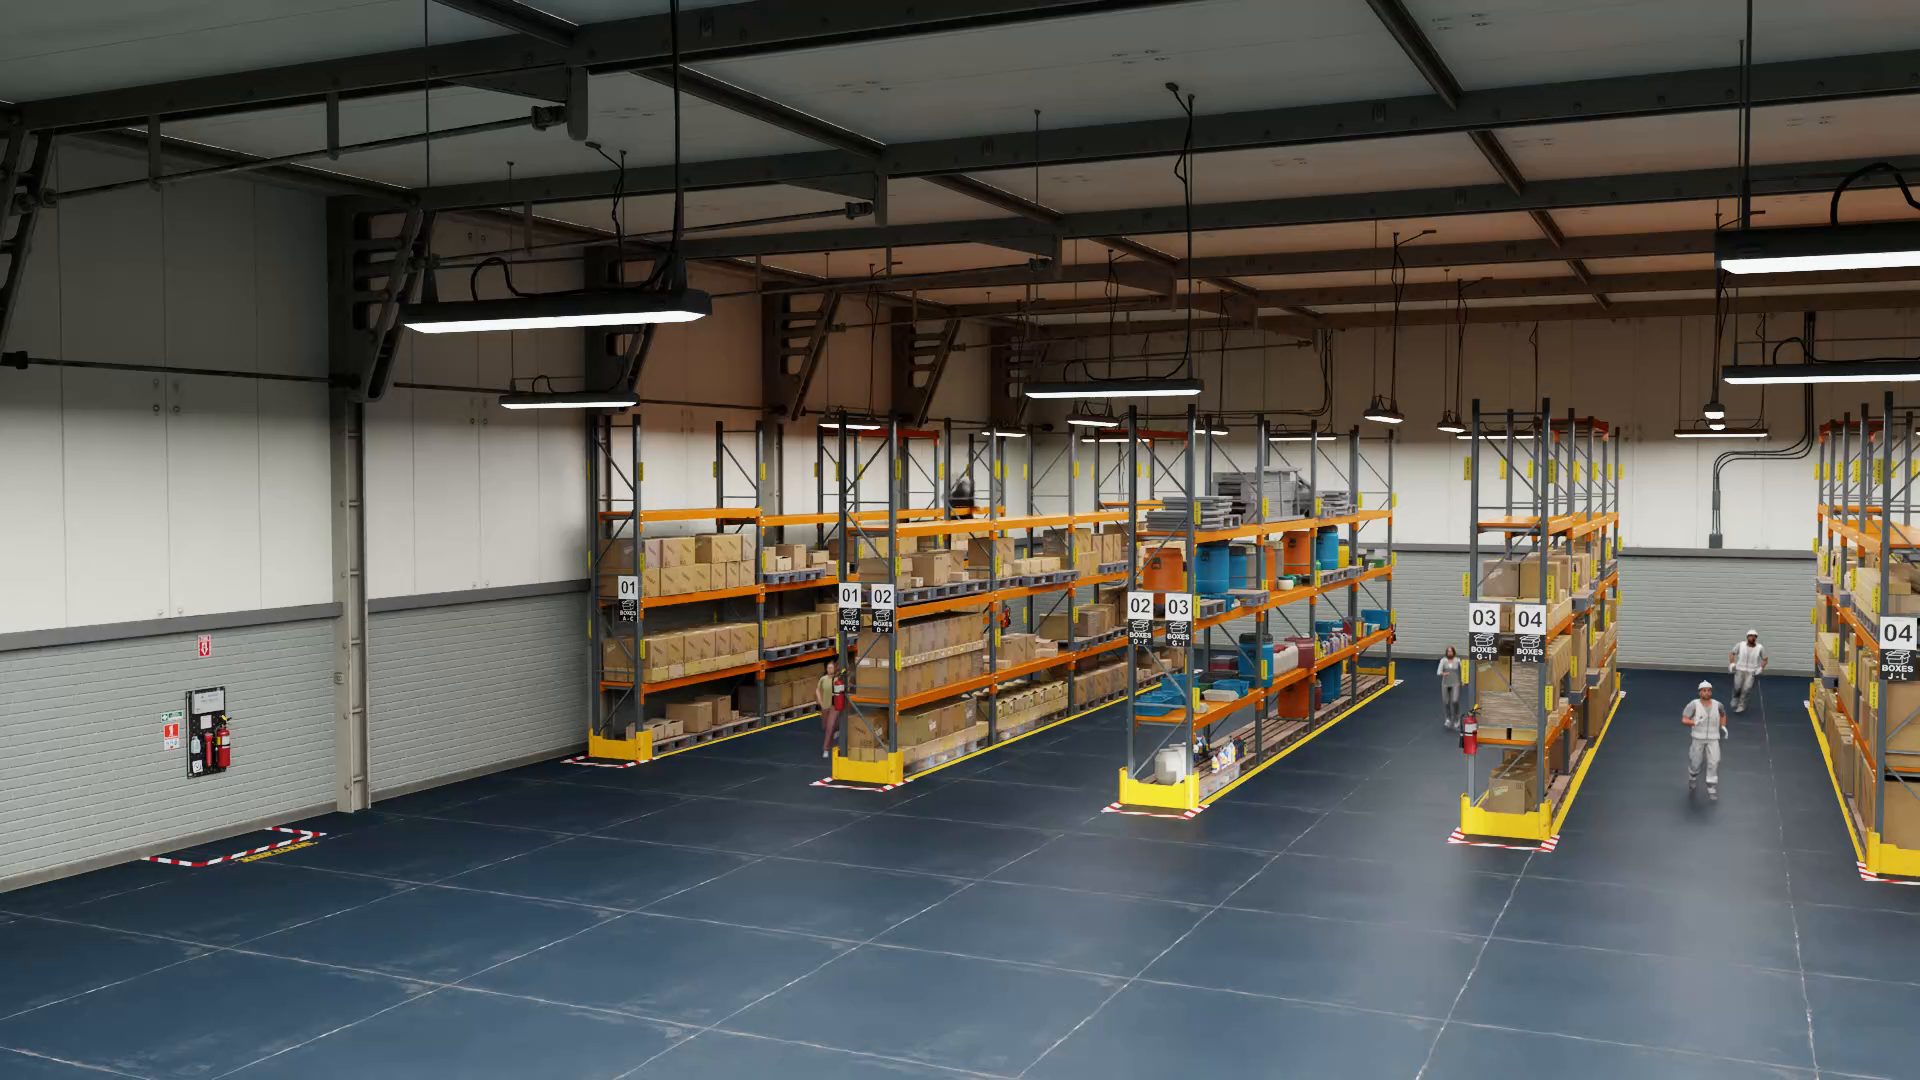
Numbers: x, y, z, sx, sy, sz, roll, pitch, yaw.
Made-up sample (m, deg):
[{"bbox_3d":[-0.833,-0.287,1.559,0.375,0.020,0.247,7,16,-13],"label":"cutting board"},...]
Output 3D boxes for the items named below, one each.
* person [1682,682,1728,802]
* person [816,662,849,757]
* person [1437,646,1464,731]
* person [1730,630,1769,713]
[{"bbox_3d":[11.368,3.043,25.387,0.657,1.764,0.976,1,2,14],"label":"person"},{"bbox_3d":[-2.287,2.988,29.597,0.561,1.652,0.999,1,2,16],"label":"person"},{"bbox_3d":[9.537,2.879,32.288,0.526,1.647,0.684,1,3,22],"label":"person"},{"bbox_3d":[16.378,2.725,34.524,0.733,1.723,0.565,1,3,26],"label":"person"}]
